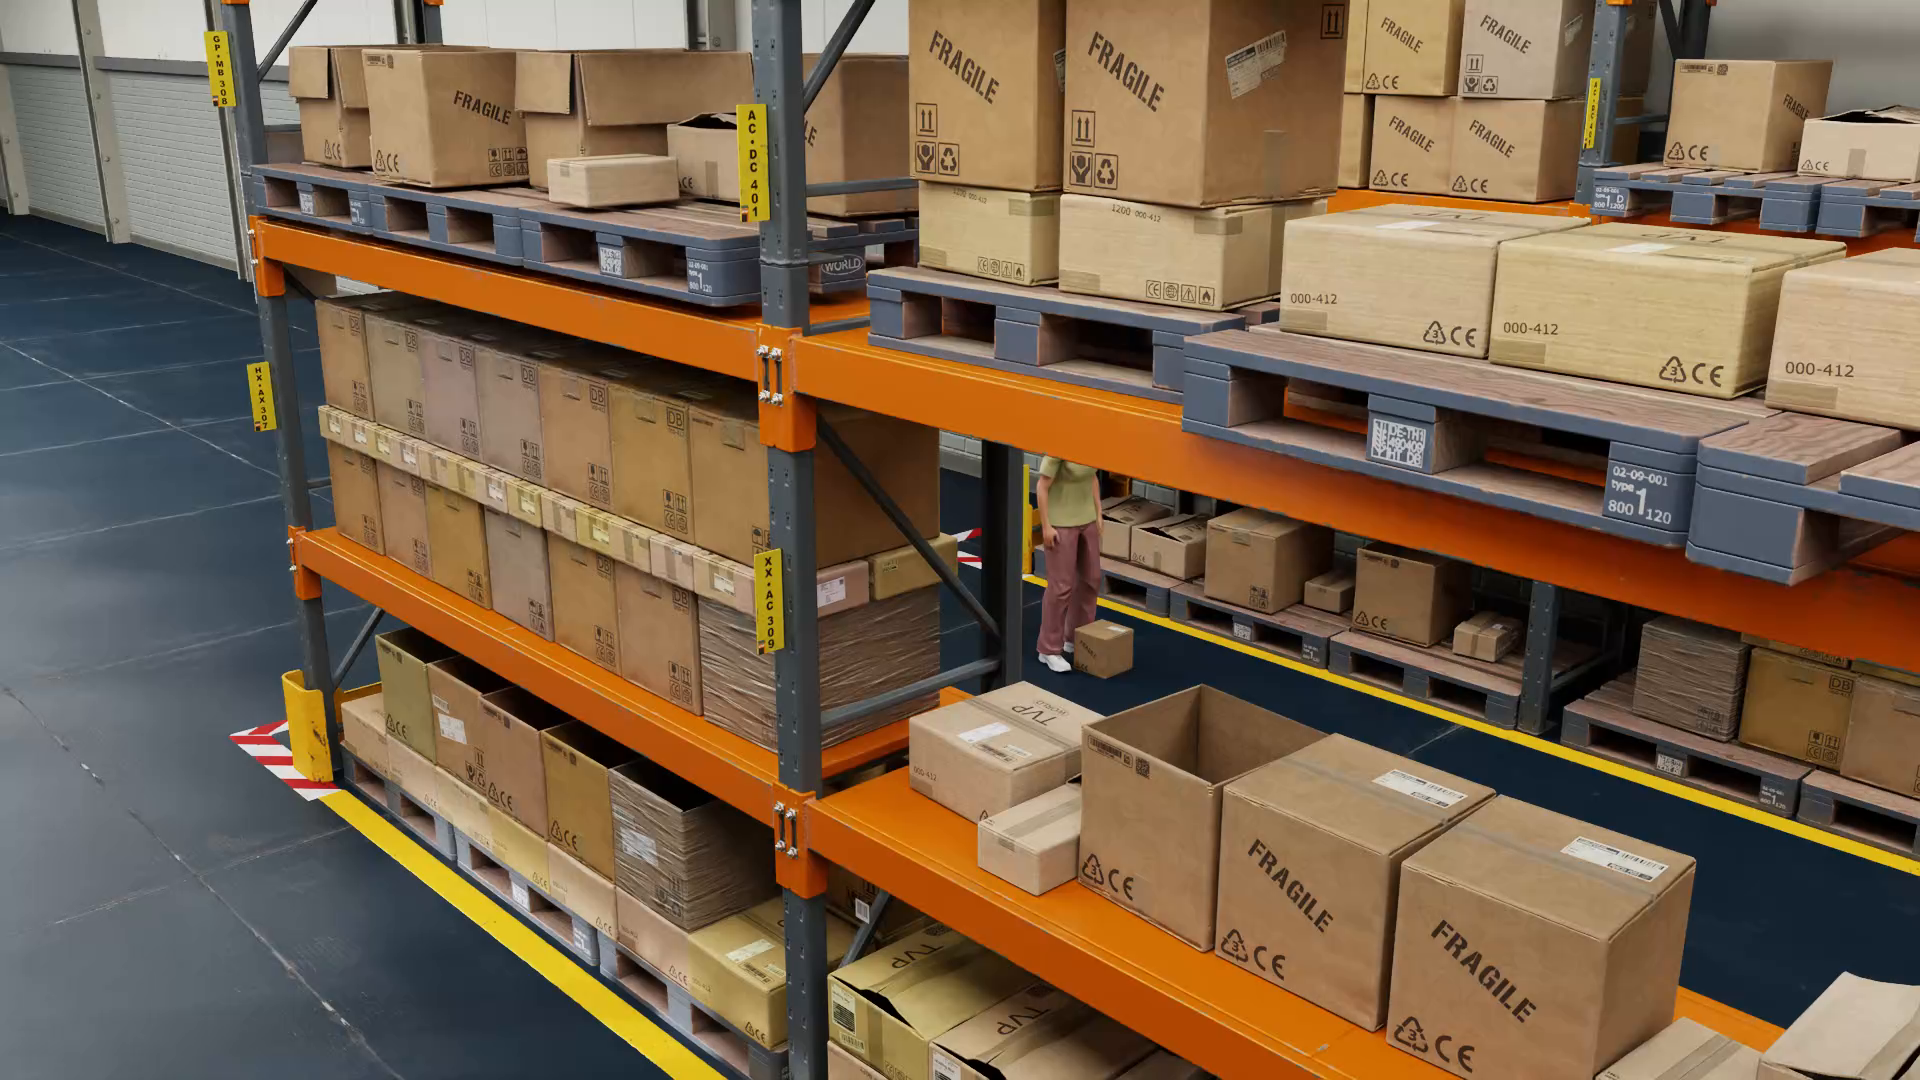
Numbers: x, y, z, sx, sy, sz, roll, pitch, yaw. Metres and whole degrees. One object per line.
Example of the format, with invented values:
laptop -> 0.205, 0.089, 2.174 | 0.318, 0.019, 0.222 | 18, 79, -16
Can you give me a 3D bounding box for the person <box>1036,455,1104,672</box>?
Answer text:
person -> 0.673, -0.084, 9.819 | 0.499, 1.673, 0.359 | -16, 23, -41
